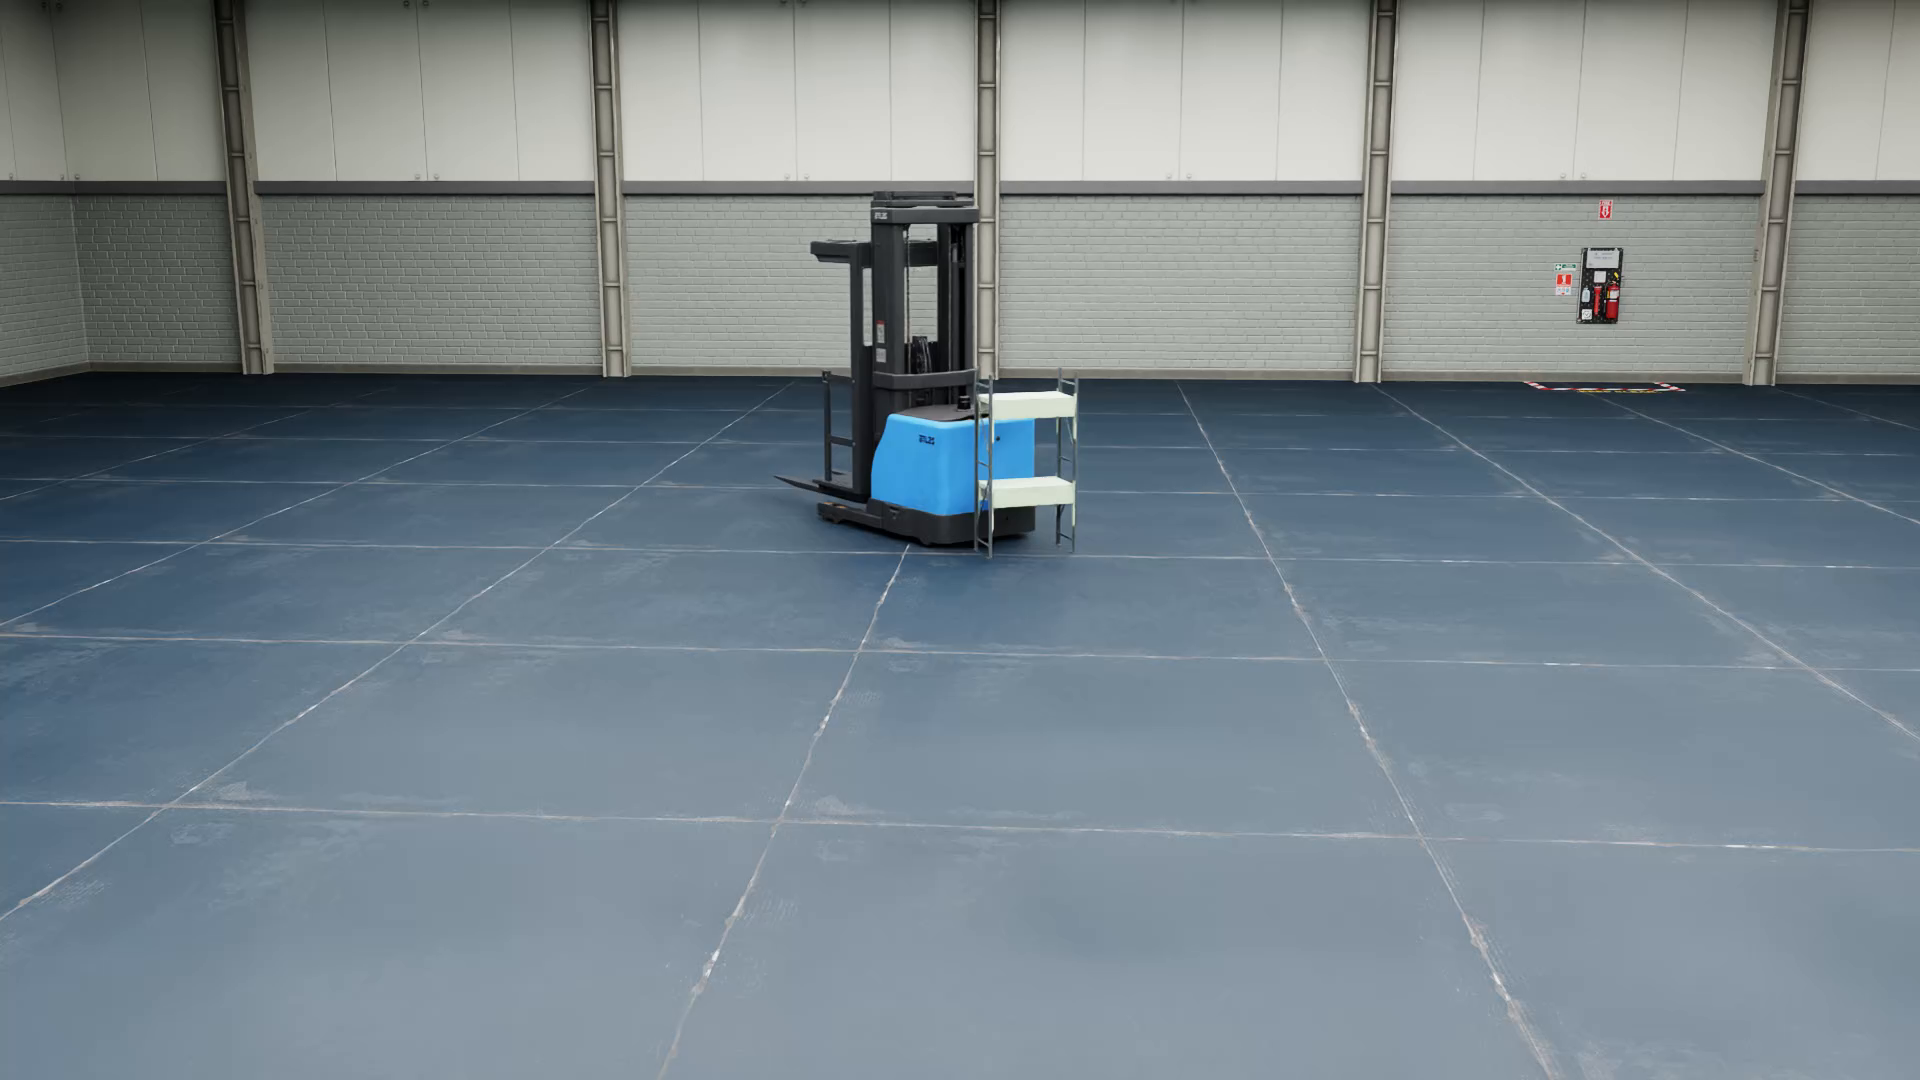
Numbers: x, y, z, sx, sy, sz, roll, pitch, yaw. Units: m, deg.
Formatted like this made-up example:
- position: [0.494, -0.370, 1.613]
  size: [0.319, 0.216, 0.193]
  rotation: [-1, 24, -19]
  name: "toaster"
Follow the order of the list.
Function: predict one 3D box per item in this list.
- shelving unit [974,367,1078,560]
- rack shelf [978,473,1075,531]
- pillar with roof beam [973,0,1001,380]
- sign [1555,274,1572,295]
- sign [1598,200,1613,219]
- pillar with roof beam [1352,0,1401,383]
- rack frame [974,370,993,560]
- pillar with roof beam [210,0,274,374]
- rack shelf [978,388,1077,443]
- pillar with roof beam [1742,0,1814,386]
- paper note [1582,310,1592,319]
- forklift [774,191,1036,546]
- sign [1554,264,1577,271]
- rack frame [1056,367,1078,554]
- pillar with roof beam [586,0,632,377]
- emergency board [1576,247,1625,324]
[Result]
- position: [0.537, -0.636, 13.647]
  size: [0.755, 1.500, 0.431]
  rotation: [-4, 12, -18]
  name: "shelving unit"
- position: [0.537, -0.317, 13.714]
  size: [0.720, 0.370, 0.431]
  rotation: [-4, 12, -18]
  name: "rack shelf"
- position: [0.136, -6.108, 21.490]
  size: [0.400, 9.000, 9.100]
  rotation: [1, 12, 4]
  name: "pillar with roof beam"
- position: [9.388, -3.975, 25.856]
  size: [0.234, 0.329, 0.001]
  rotation: [1, 12, 4]
  name: "sign"
- position: [9.932, -5.084, 25.583]
  size: [0.199, 0.298, 0.001]
  rotation: [1, 12, 4]
  name: "sign"
- position: [6.122, -6.026, 21.097]
  size: [0.400, 9.000, 9.100]
  rotation: [1, 12, 4]
  name: "pillar with roof beam"
- position: [0.189, -0.613, 13.537]
  size: [0.023, 1.500, 0.400]
  rotation: [-4, 12, -18]
  name: "rack frame"
- position: [-11.838, -6.272, 22.275]
  size: [0.400, 9.000, 9.100]
  rotation: [1, 12, 4]
  name: "pillar with roof beam"
- position: [0.537, -1.018, 13.567]
  size: [0.720, 0.370, 0.431]
  rotation: [-4, 12, -18]
  name: "rack shelf"
- position: [12.109, -5.944, 20.705]
  size: [0.400, 9.000, 9.100]
  rotation: [1, 12, 4]
  name: "pillar with roof beam"
- position: [9.761, -3.514, 25.892]
  size: [0.142, 0.148, 0.016]
  rotation: [1, 12, 4]
  name: "paper note"
- position: [-0.637, -1.634, 14.923]
  size: [1.130, 2.935, 3.031]
  rotation: [-9, 15, -36]
  name: "forklift"
- position: [9.392, -4.232, 25.792]
  size: [0.331, 0.109, 0.001]
  rotation: [1, 12, 4]
  name: "sign"
- position: [0.885, -0.659, 13.757]
  size: [0.023, 1.500, 0.400]
  rotation: [-4, 12, -18]
  name: "rack frame"
- position: [-5.851, -6.190, 21.882]
  size: [0.400, 9.000, 9.100]
  rotation: [1, 12, 4]
  name: "pillar with roof beam"
- position: [9.933, -3.928, 25.722]
  size: [0.643, 1.169, 0.194]
  rotation: [1, 12, 4]
  name: "emergency board"
